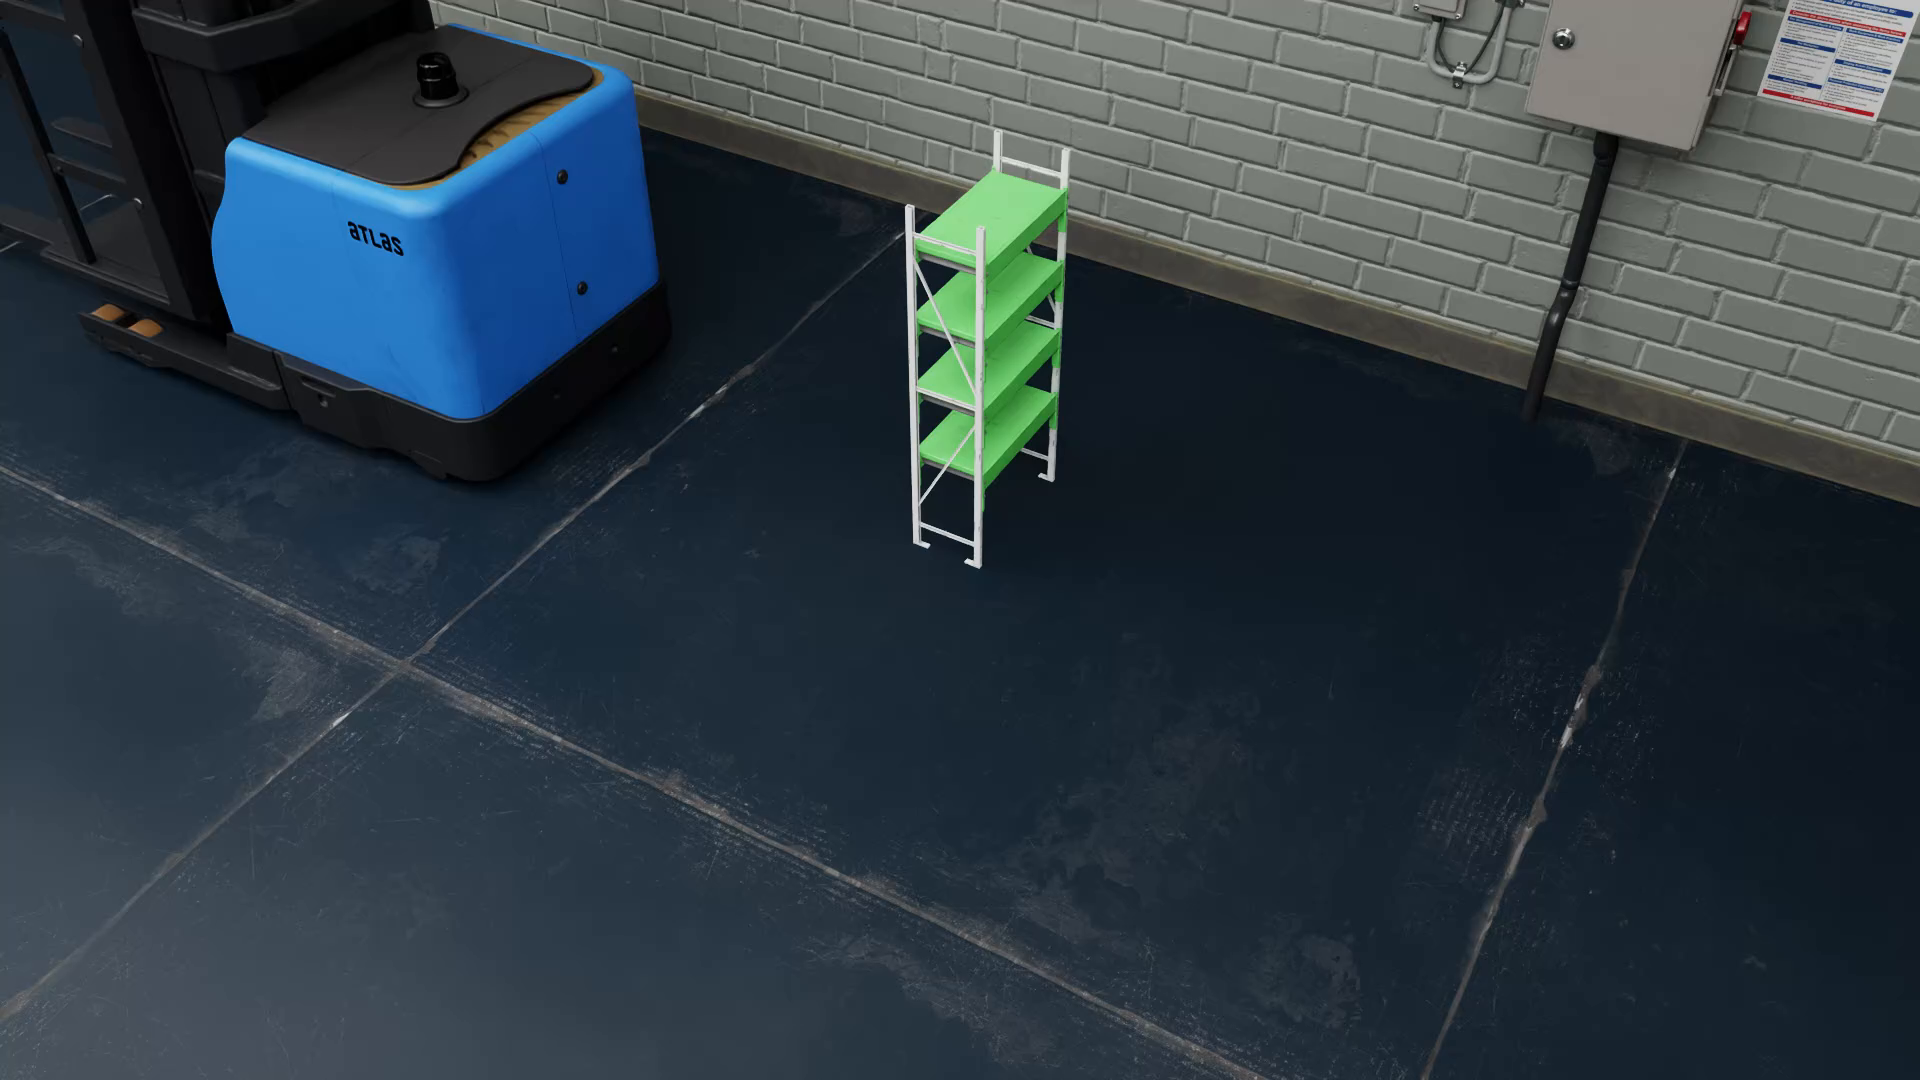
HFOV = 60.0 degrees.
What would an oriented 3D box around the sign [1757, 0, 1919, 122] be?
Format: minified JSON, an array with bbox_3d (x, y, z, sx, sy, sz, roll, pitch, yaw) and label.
[{"bbox_3d":[2.499,-1.446,4.694,0.329,0.494,0.001,21,45,22],"label":"sign"}]

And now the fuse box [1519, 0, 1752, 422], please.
[{"bbox_3d":[1.967,-1.043,5.139,0.539,1.711,0.414,21,45,22],"label":"fuse box"}]

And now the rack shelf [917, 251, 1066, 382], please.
[{"bbox_3d":[0.083,-0.677,4.845,0.258,0.148,0.480,21,45,22],"label":"rack shelf"}]

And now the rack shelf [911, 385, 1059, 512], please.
[{"bbox_3d":[0.083,-0.317,5.162,0.258,0.148,0.480,21,45,22],"label":"rack shelf"}]

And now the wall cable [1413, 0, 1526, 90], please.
[{"bbox_3d":[1.455,-2.223,4.736,0.588,1.984,0.122,21,45,22],"label":"wall cable"}]

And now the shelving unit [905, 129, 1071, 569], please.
[{"bbox_3d":[0.083,-0.545,4.961,0.258,1.200,0.503,21,45,22],"label":"shelving unit"}]

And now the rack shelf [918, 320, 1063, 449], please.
[{"bbox_3d":[0.083,-0.497,5.003,0.258,0.148,0.480,21,45,22],"label":"rack shelf"}]

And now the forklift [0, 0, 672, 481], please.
[{"bbox_3d":[-2.574,-2.003,5.306,3.031,2.935,1.130,20,45,22],"label":"forklift"}]

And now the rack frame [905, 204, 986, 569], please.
[{"bbox_3d":[-0.039,-0.405,4.802,0.240,1.200,0.015,21,45,22],"label":"rack frame"}]

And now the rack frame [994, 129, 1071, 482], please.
[{"bbox_3d":[0.205,-0.685,5.120,0.240,1.200,0.015,21,45,22],"label":"rack frame"}]

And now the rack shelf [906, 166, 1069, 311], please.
[{"bbox_3d":[0.083,-0.857,4.686,0.258,0.148,0.480,21,45,22],"label":"rack shelf"}]
